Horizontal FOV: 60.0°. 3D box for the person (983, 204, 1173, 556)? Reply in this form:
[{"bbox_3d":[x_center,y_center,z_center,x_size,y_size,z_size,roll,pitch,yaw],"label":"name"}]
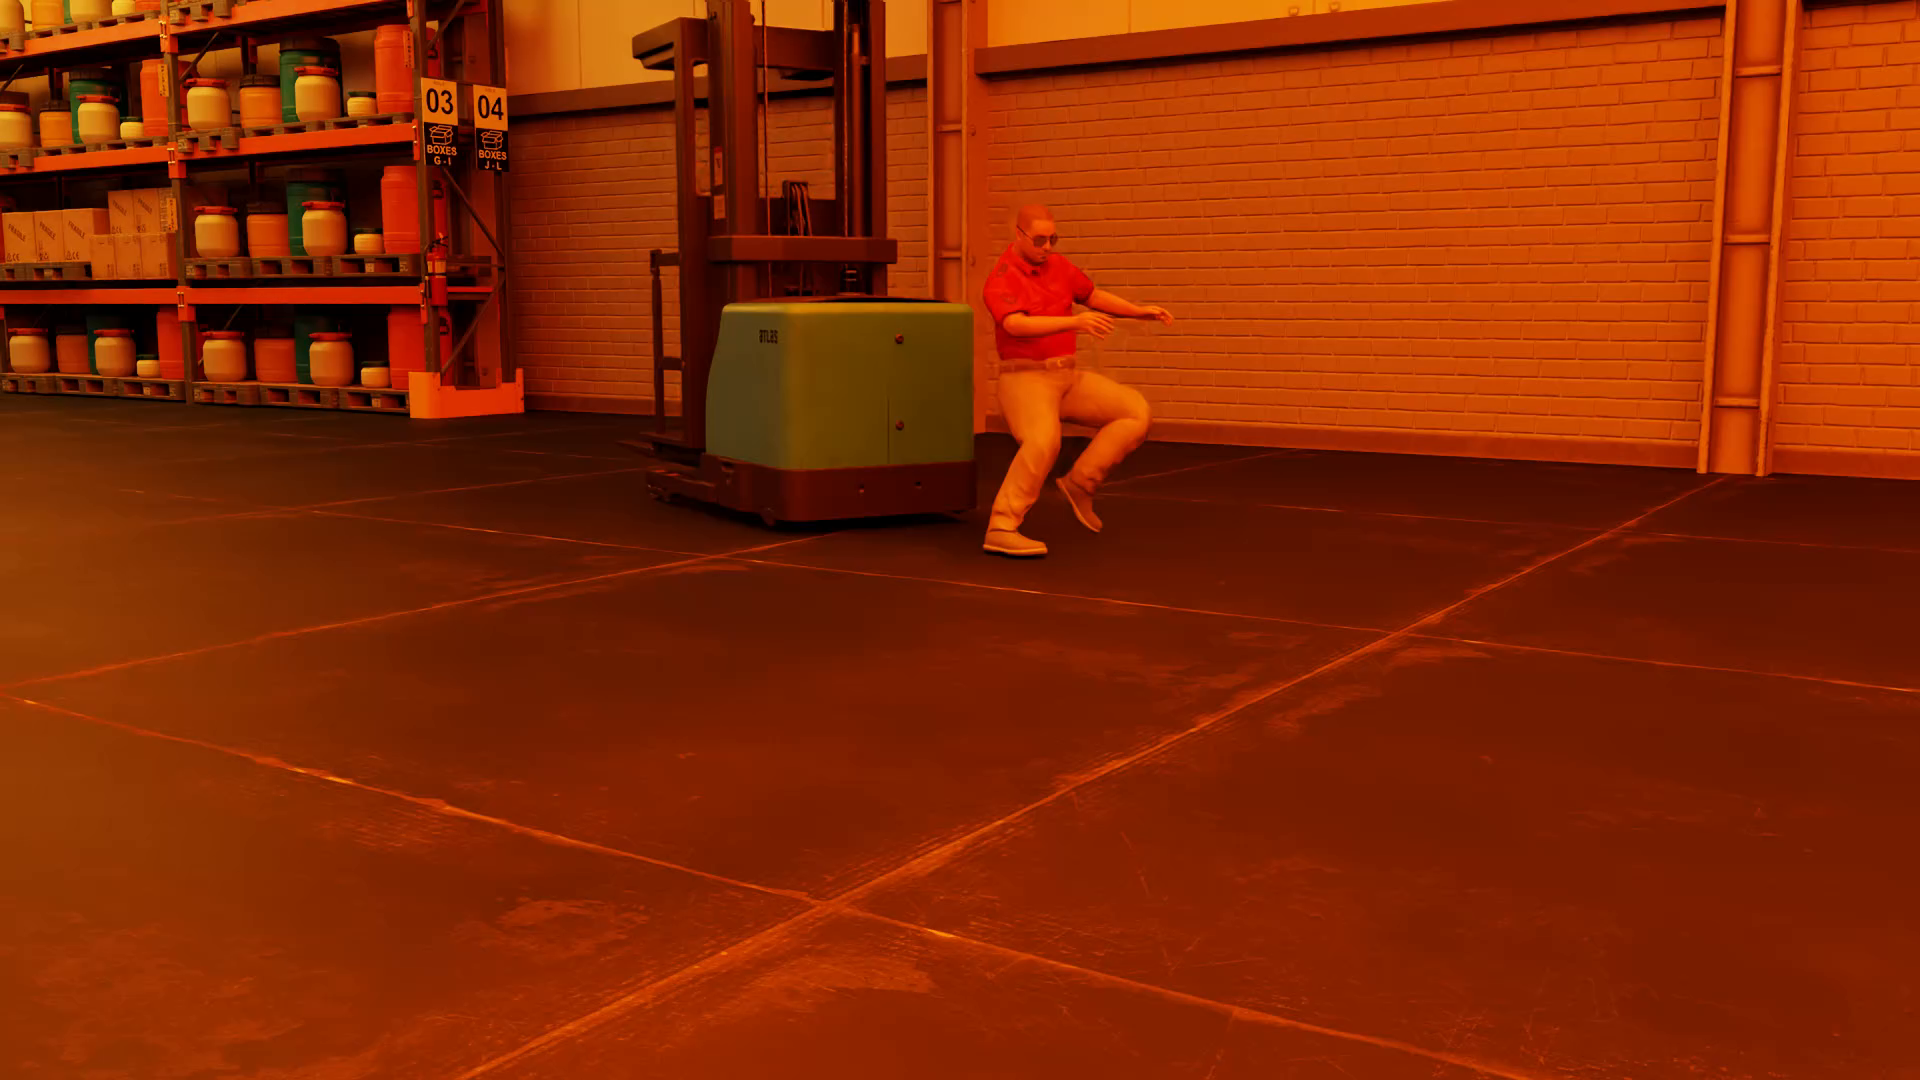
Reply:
[{"bbox_3d":[0.488,-0.724,7.333,0.923,1.498,0.772,-8,11,-44],"label":"person"}]

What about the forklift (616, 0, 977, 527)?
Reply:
[{"bbox_3d":[-1.087,-1.680,9.010,1.130,2.935,3.031,-5,9,-30],"label":"forklift"}]
